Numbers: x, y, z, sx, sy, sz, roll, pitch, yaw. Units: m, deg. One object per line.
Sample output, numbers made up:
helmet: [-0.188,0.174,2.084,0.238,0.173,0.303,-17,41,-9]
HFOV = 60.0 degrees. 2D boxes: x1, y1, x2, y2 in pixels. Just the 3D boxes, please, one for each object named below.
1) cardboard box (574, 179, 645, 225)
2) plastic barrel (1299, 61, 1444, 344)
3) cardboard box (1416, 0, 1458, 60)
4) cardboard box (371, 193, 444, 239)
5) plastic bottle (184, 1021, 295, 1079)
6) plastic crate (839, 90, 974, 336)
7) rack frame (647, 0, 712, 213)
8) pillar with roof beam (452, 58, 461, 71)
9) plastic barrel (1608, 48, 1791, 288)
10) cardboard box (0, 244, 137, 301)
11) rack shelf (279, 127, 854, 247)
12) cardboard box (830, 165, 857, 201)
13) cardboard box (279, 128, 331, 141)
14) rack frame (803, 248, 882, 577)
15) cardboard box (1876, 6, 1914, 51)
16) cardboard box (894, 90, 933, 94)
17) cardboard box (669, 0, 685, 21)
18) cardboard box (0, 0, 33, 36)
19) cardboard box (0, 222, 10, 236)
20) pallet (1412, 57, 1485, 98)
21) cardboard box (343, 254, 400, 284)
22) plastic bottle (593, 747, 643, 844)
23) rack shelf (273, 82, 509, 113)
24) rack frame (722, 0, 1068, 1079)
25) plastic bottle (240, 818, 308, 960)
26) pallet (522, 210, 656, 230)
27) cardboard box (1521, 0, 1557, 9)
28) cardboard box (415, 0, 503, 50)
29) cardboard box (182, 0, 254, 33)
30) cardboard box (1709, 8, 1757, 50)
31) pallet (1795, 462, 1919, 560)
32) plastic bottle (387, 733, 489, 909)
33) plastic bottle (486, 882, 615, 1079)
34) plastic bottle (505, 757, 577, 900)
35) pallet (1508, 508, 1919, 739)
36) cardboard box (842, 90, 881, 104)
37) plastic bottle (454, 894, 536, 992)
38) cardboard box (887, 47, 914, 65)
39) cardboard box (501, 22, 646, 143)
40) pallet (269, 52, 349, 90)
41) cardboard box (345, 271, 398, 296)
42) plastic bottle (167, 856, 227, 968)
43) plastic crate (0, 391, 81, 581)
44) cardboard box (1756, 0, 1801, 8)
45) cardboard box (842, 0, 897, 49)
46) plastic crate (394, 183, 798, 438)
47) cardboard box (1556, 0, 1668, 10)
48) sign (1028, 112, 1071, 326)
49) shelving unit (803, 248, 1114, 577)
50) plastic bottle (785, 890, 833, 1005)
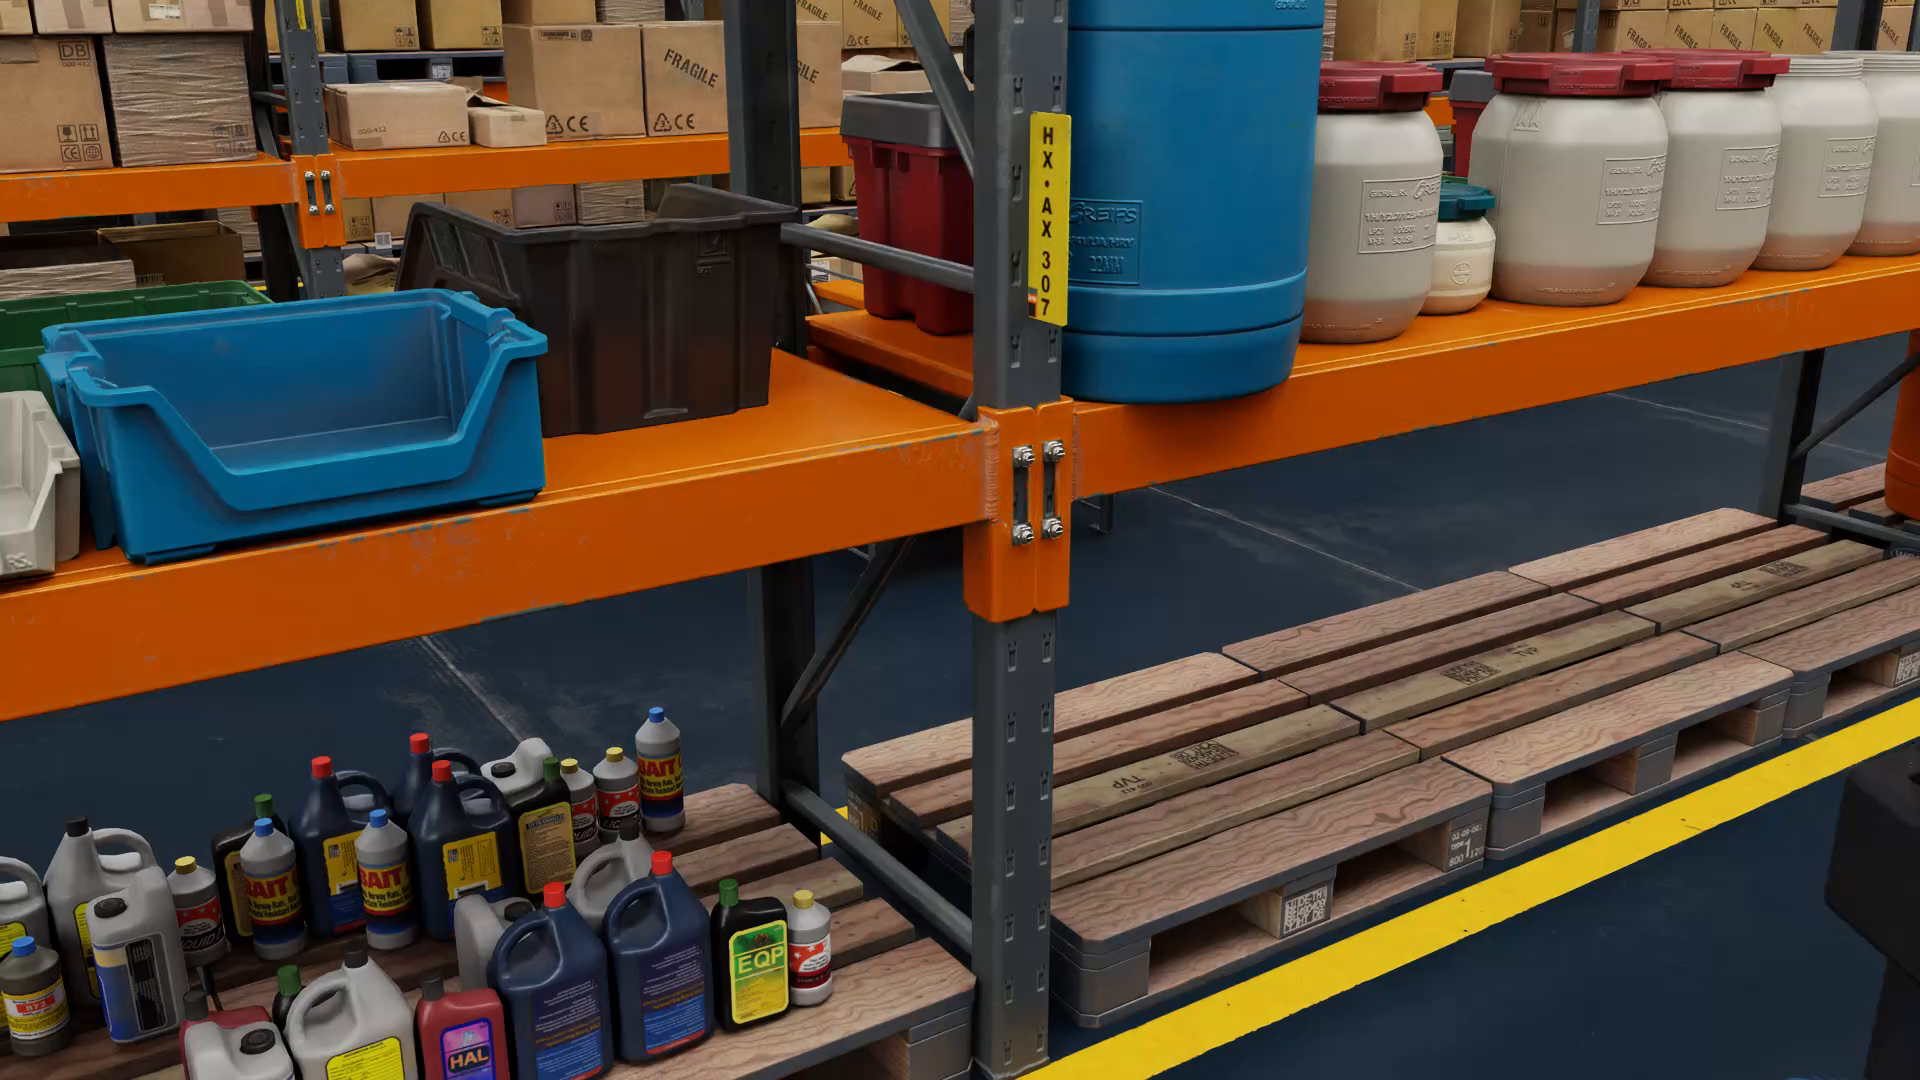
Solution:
cardboard box: [-2.834,-2.762,12.948,0.500,0.500,0.700,-12,22,-31]
plastic barrel: [0.766,-0.698,3.415,0.433,0.535,0.433,0,19,0]
cardboard box: [2.749,-3.344,10.639,0.500,0.500,0.700,-8,20,-23]
cardboard box: [-4.144,-2.516,12.219,0.500,0.500,0.700,-12,22,-31]
plastic bottle: [-1.100,0.866,2.564,0.135,0.276,0.152,-11,22,-30]
plastic crate: [0.083,-0.722,3.596,0.583,0.464,0.402,-12,22,-31]
rack frame: [-2.261,-3.879,13.034,0.127,3.000,1.000,-12,22,-31]
pillar with roof beam: [-1.455,-5.572,8.674,0.400,9.000,9.100,-12,22,-31]
plastic barrel: [1.741,-0.904,4.023,0.433,0.535,0.433,0,19,0]
cardboard box: [-3.565,-0.876,6.620,0.500,0.500,0.500,-12,22,-31]
rack shelf: [-1.204,-1.861,8.190,4.000,0.370,1.077,-12,22,-31]
cardboard box: [-0.840,-3.306,14.042,0.750,0.750,0.750,-12,22,-32]
cardboard box: [-4.630,-2.766,11.789,0.500,0.250,0.500,-12,22,-33]
rack frame: [-0.419,-0.445,5.803,0.032,1.125,0.500,-12,22,-31]
cardboard box: [6.923,-3.859,12.820,0.500,0.500,0.500,-11,22,-30]
cardboard box: [-0.133,-2.203,8.470,0.250,0.149,0.380,-12,22,-31]
cardboard box: [-2.012,-4.230,13.422,0.500,0.500,0.500,-12,22,-31]
cardboard box: [-3.627,-1.963,6.198,0.250,0.149,0.380,-12,22,-32]
cardboard box: [-6.447,-2.005,10.708,0.500,0.500,0.500,-14,23,-35]
pallet: [3.080,-3.056,10.902,1.213,0.211,1.003,-12,22,-31]
cardboard box: [-2.694,-1.160,7.754,0.500,0.311,0.500,-12,22,-31]
plastic bottle: [-0.745,0.550,3.617,0.097,0.201,0.097,0,19,0]
rack shelf: [-3.931,-3.186,12.107,4.000,0.370,1.077,-12,22,-31]
rack frame: [-0.153,-0.524,3.112,0.127,3.000,1.000,-12,22,-31]
plastic bottle: [-1.315,0.660,3.182,0.097,0.271,0.097,0,19,0]
pallet: [-2.915,-2.420,13.075,1.213,0.211,1.003,-12,22,-31]
cardboard box: [4.087,-3.938,11.493,0.500,0.500,0.500,-12,22,-31]
cardboard box: [-3.677,-3.824,12.028,0.500,0.500,0.700,-12,22,-31]
cardboard box: [-2.984,-2.099,6.602,0.250,0.149,0.380,-12,22,-31]
cardboard box: [5.228,-3.502,11.763,0.500,0.500,0.500,-12,22,-32]
pallet: [3.823,-0.058,6.086,1.213,0.211,1.003,-12,22,-31]
plastic bottle: [-1.056,0.553,3.373,0.185,0.351,0.144,-11,22,-30]
plastic bottle: [-0.693,0.747,2.802,0.185,0.351,0.144,-13,23,-34]
plastic bottle: [-0.856,0.586,3.383,0.133,0.283,0.061,-12,22,-31]
pallet: [2.519,0.218,5.270,1.213,0.211,1.003,-12,22,-31]
cardboard box: [-0.568,-2.196,8.448,0.250,0.149,0.380,-10,21,-27]
plastic bottle: [-0.795,0.747,2.918,0.135,0.276,0.152,-12,22,-31]
cardboard box: [-0.584,-4.038,13.867,0.250,0.149,0.380,-12,22,-31]
cardboard box: [-1.784,-2.121,7.679,0.500,0.500,0.500,-10,21,-28]
pallet: [-4.884,-3.179,11.264,1.213,0.211,1.003,-12,22,-31]
cardboard box: [-2.392,-1.018,7.334,0.500,0.311,0.500,-12,22,-31]
plastic bottle: [-1.462,0.701,3.170,0.097,0.201,0.097,0,19,0]
plastic crate: [-1.370,-0.046,2.108,0.437,0.136,0.530,-12,22,-31]
cardboard box: [5.646,-4.060,11.854,0.500,0.500,0.500,-11,22,-30]
cardboard box: [-0.857,-4.270,13.541,0.500,0.500,0.500,-12,22,-32]
plastic crate: [-0.660,-0.437,2.950,0.504,0.338,0.767,-12,22,-31]
cardboard box: [4.355,-3.788,11.048,0.500,0.500,0.500,-11,22,-30]
sign: [0.140,-0.506,2.627,0.005,0.325,0.100,-12,22,-31]
shelving unit: [0.006,-0.534,6.068,1.048,1.125,0.538,-12,22,-31]
plastic bottle: [-0.285,0.740,3.054,0.097,0.201,0.097,0,19,0]
